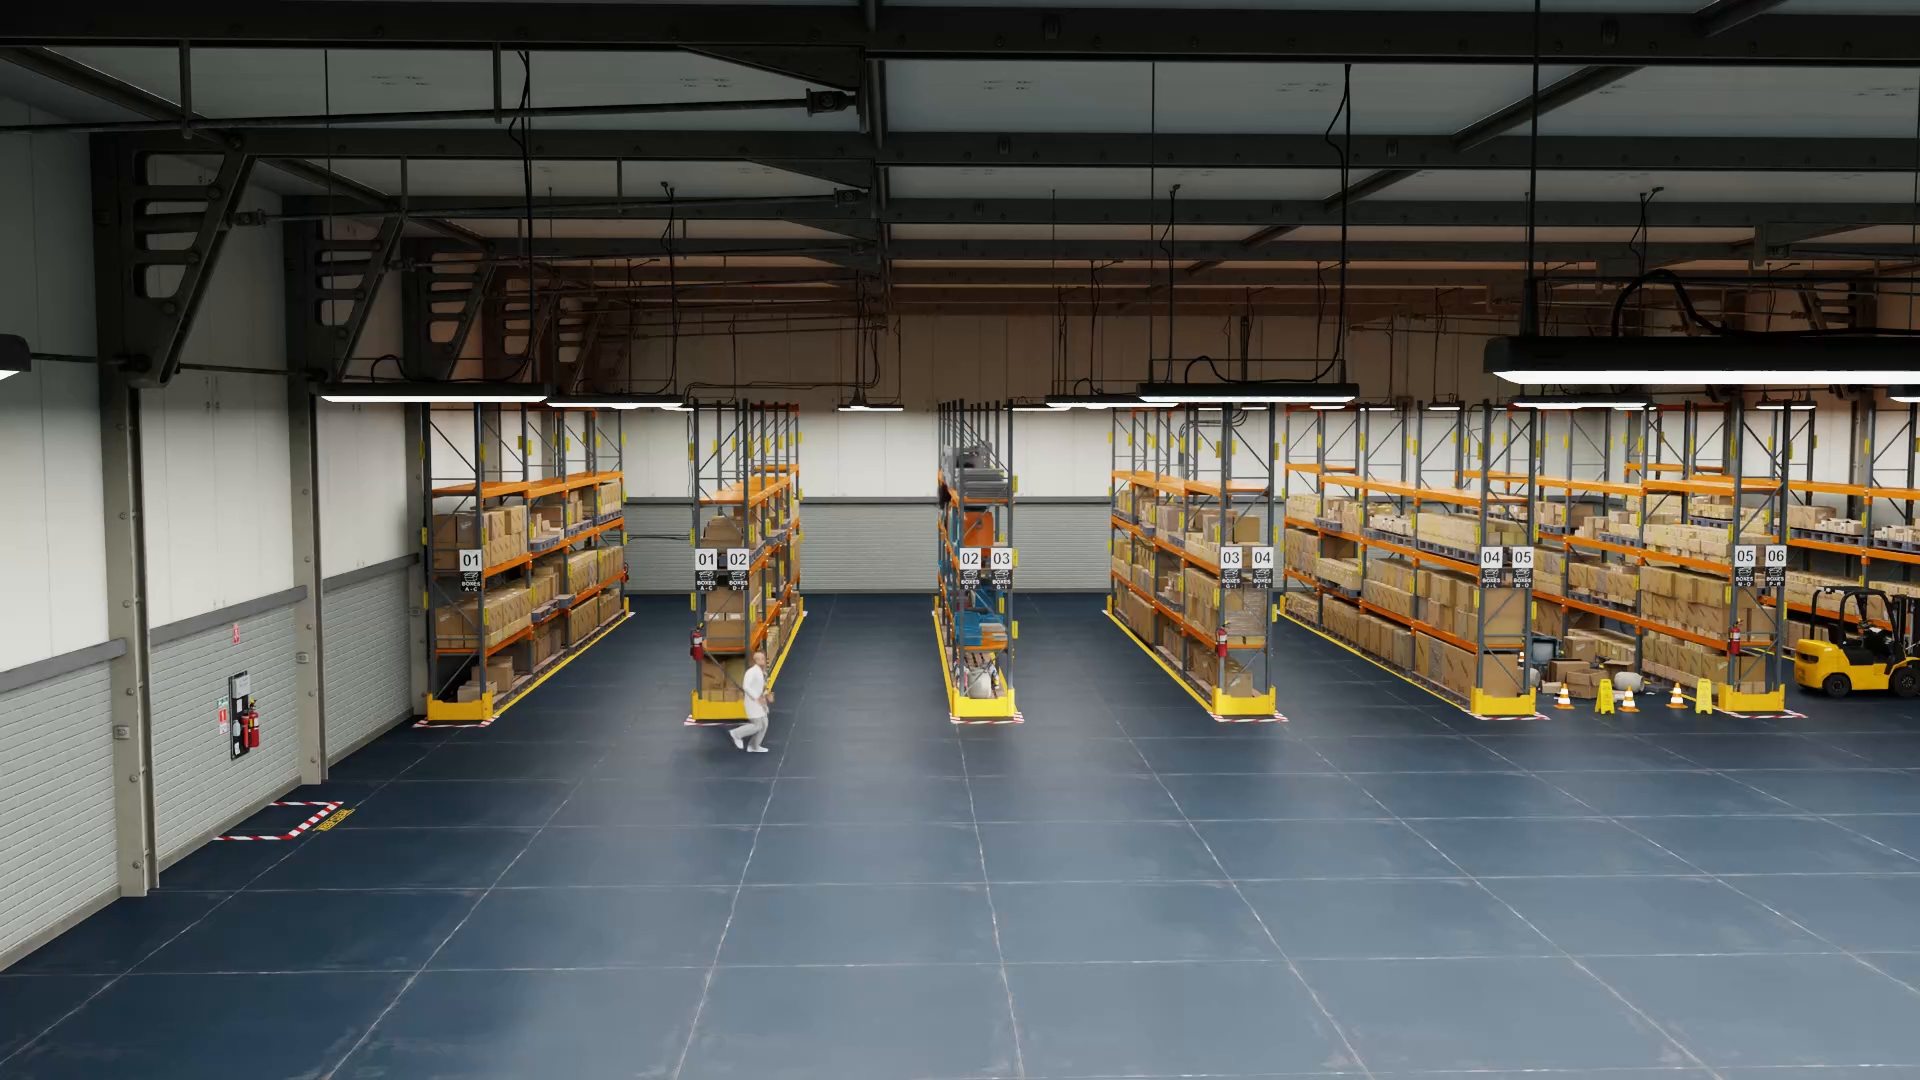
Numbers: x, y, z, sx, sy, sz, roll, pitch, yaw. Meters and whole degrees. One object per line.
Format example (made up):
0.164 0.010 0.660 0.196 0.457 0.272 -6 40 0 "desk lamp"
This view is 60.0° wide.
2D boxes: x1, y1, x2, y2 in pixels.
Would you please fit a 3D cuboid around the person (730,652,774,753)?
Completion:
-3.538 2.741 28.089 0.694 1.712 0.712 1 5 16 "person"

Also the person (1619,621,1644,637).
16.795 1.767 41.626 0.568 1.616 0.799 -1 5 -16 "person"
